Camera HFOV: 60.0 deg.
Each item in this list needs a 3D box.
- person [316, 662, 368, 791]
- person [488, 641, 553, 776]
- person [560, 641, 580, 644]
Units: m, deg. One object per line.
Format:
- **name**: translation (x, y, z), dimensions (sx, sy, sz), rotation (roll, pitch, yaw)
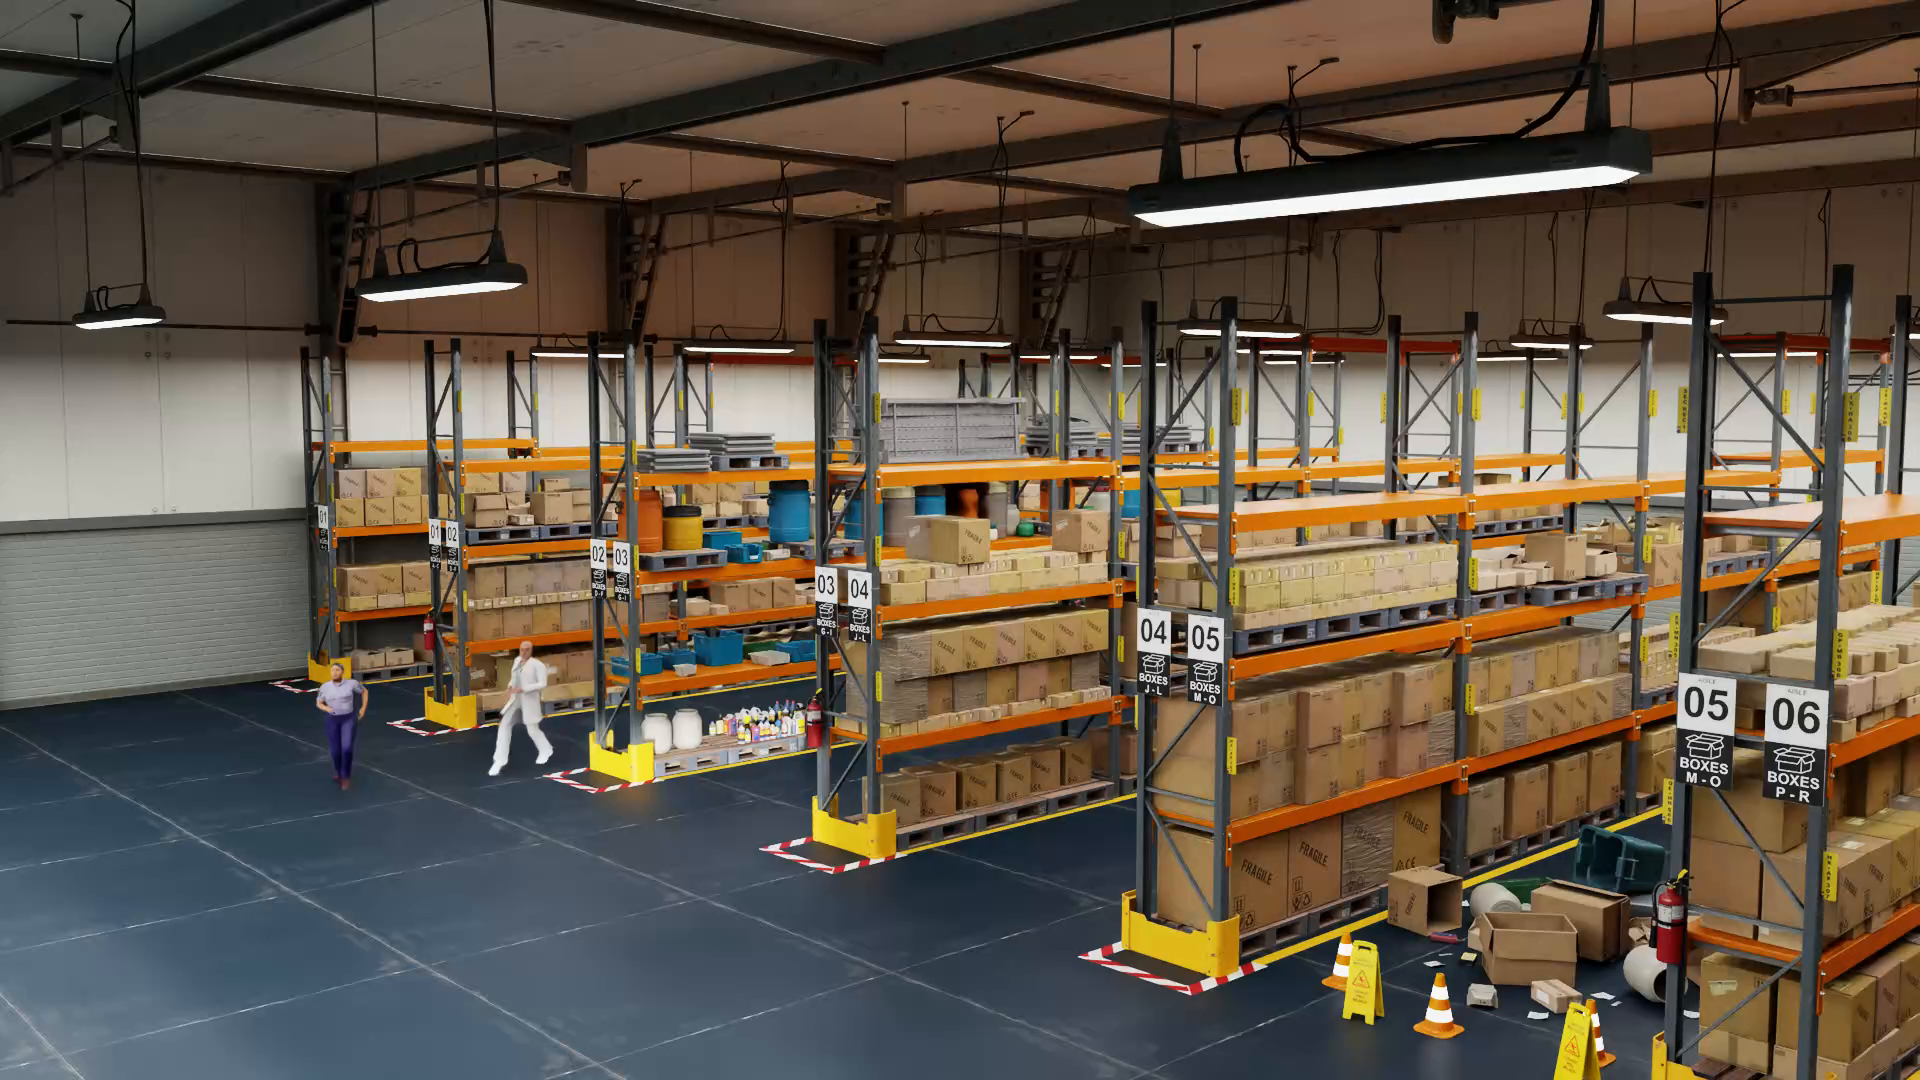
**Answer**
- **person**: translation (-8.151, 2.451, 21.925), dimensions (0.608, 1.672, 0.733), rotation (-1, 5, -10)
- **person**: translation (-5.953, 2.277, 22.802), dimensions (0.706, 1.806, 1.003), rotation (2, 5, 23)
- **person**: translation (-6.842, 1.783, 29.133), dimensions (0.614, 1.650, 0.499), rotation (4, 6, 37)
